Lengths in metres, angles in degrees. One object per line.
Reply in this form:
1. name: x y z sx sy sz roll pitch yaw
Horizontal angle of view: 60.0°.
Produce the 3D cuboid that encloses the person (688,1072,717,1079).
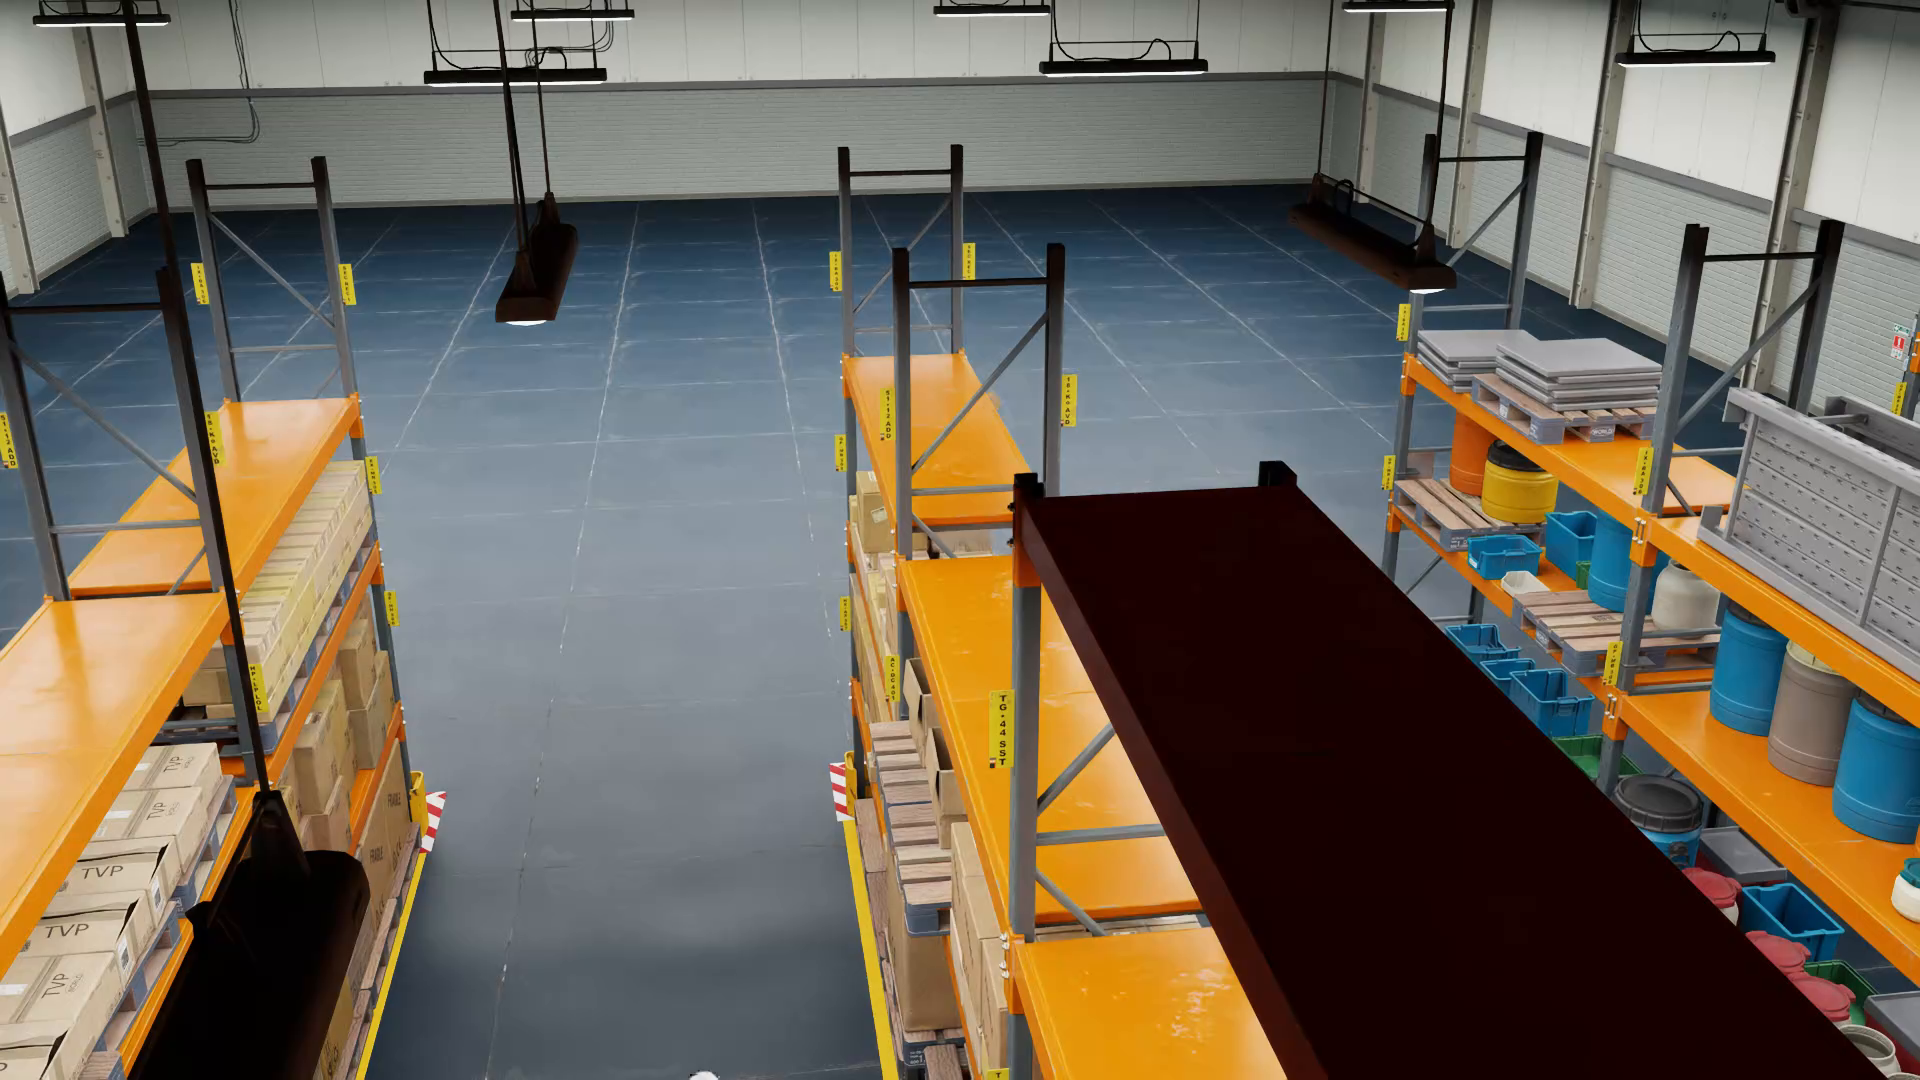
1. person: -1.468 3.782 9.725 0.690 1.729 1.069 -6 22 -15
